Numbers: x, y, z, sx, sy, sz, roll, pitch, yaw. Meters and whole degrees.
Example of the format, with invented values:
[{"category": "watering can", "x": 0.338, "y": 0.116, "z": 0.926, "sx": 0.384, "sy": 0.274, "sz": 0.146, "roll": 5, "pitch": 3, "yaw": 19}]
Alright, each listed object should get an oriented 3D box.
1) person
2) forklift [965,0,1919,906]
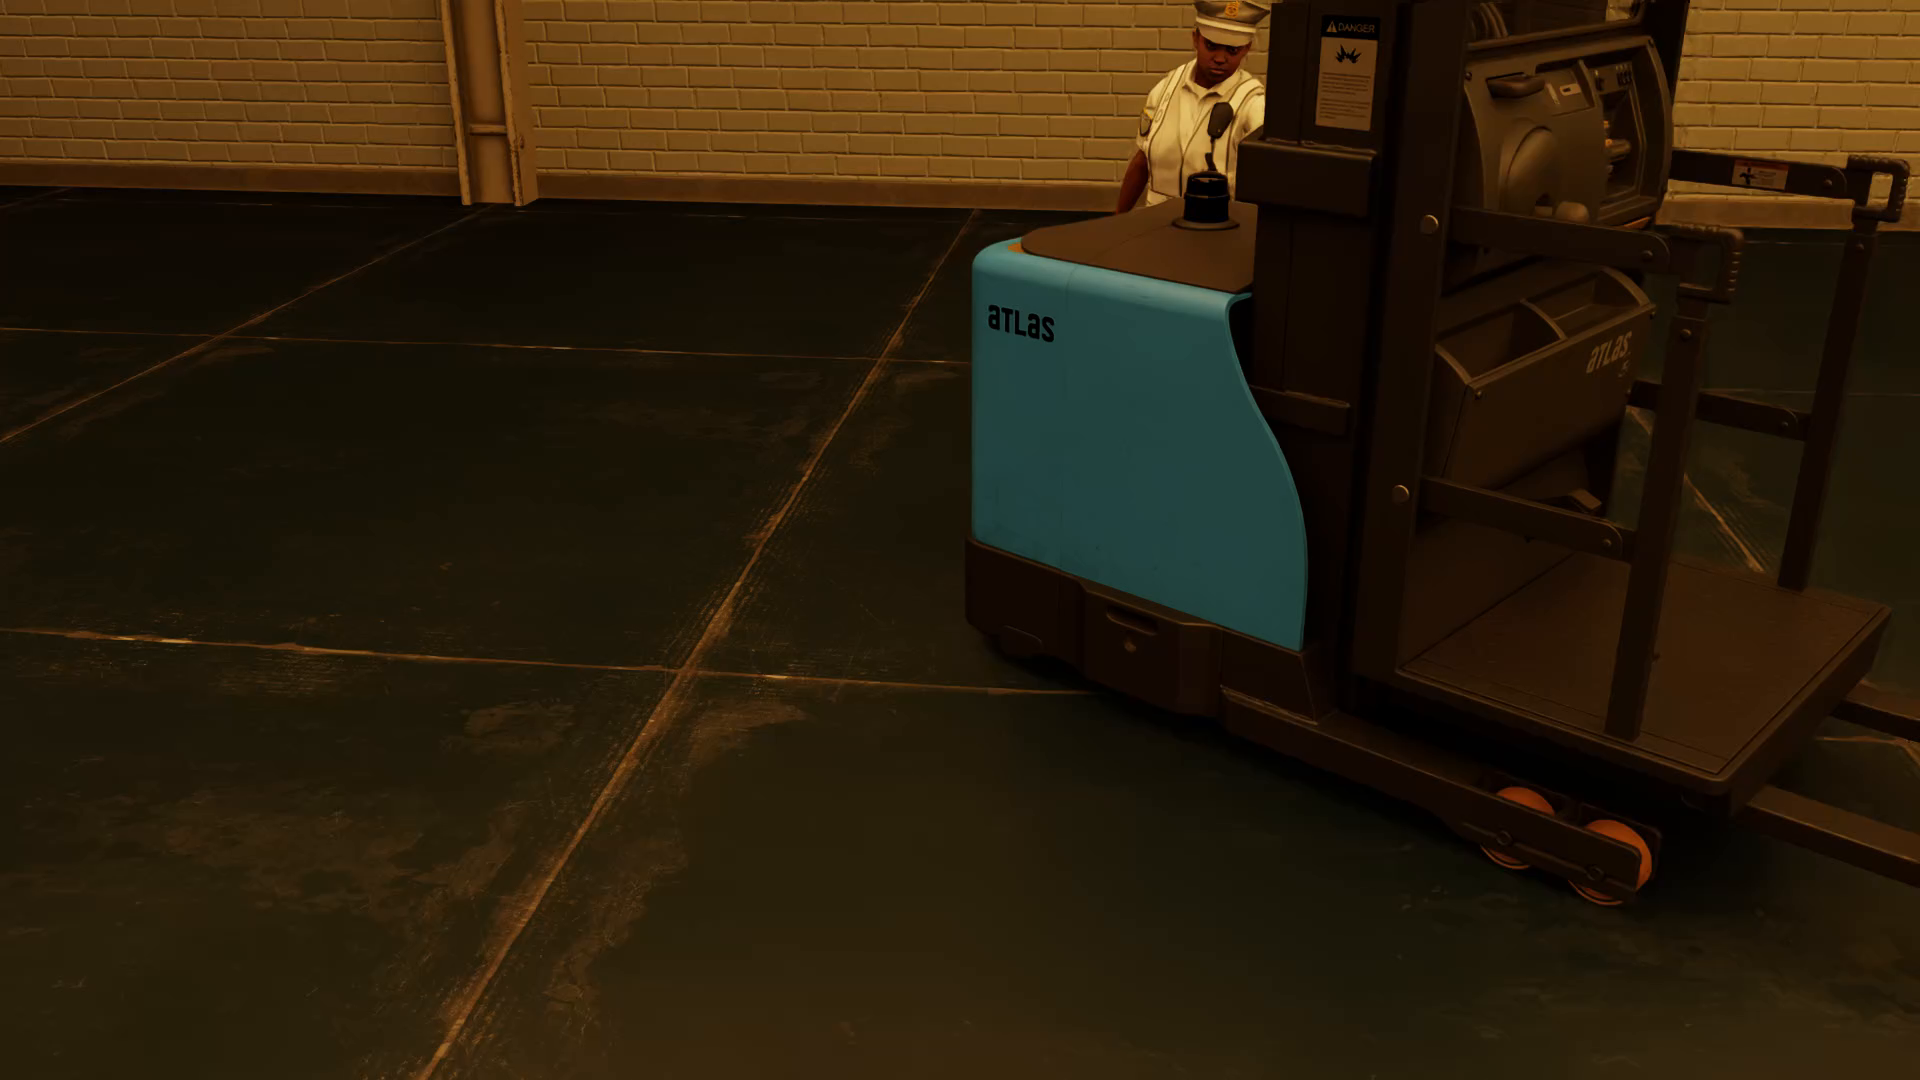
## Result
[{"category": "person", "x": 0.783, "y": -0.885, "z": 5.275, "sx": 0.812, "sy": 1.638, "sz": 0.436, "roll": 16, "pitch": 27, "yaw": 35}, {"category": "forklift", "x": 1.438, "y": -0.845, "z": 3.352, "sx": 3.031, "sy": 2.935, "sz": 1.130, "roll": 19, "pitch": 29, "yaw": 39}]
